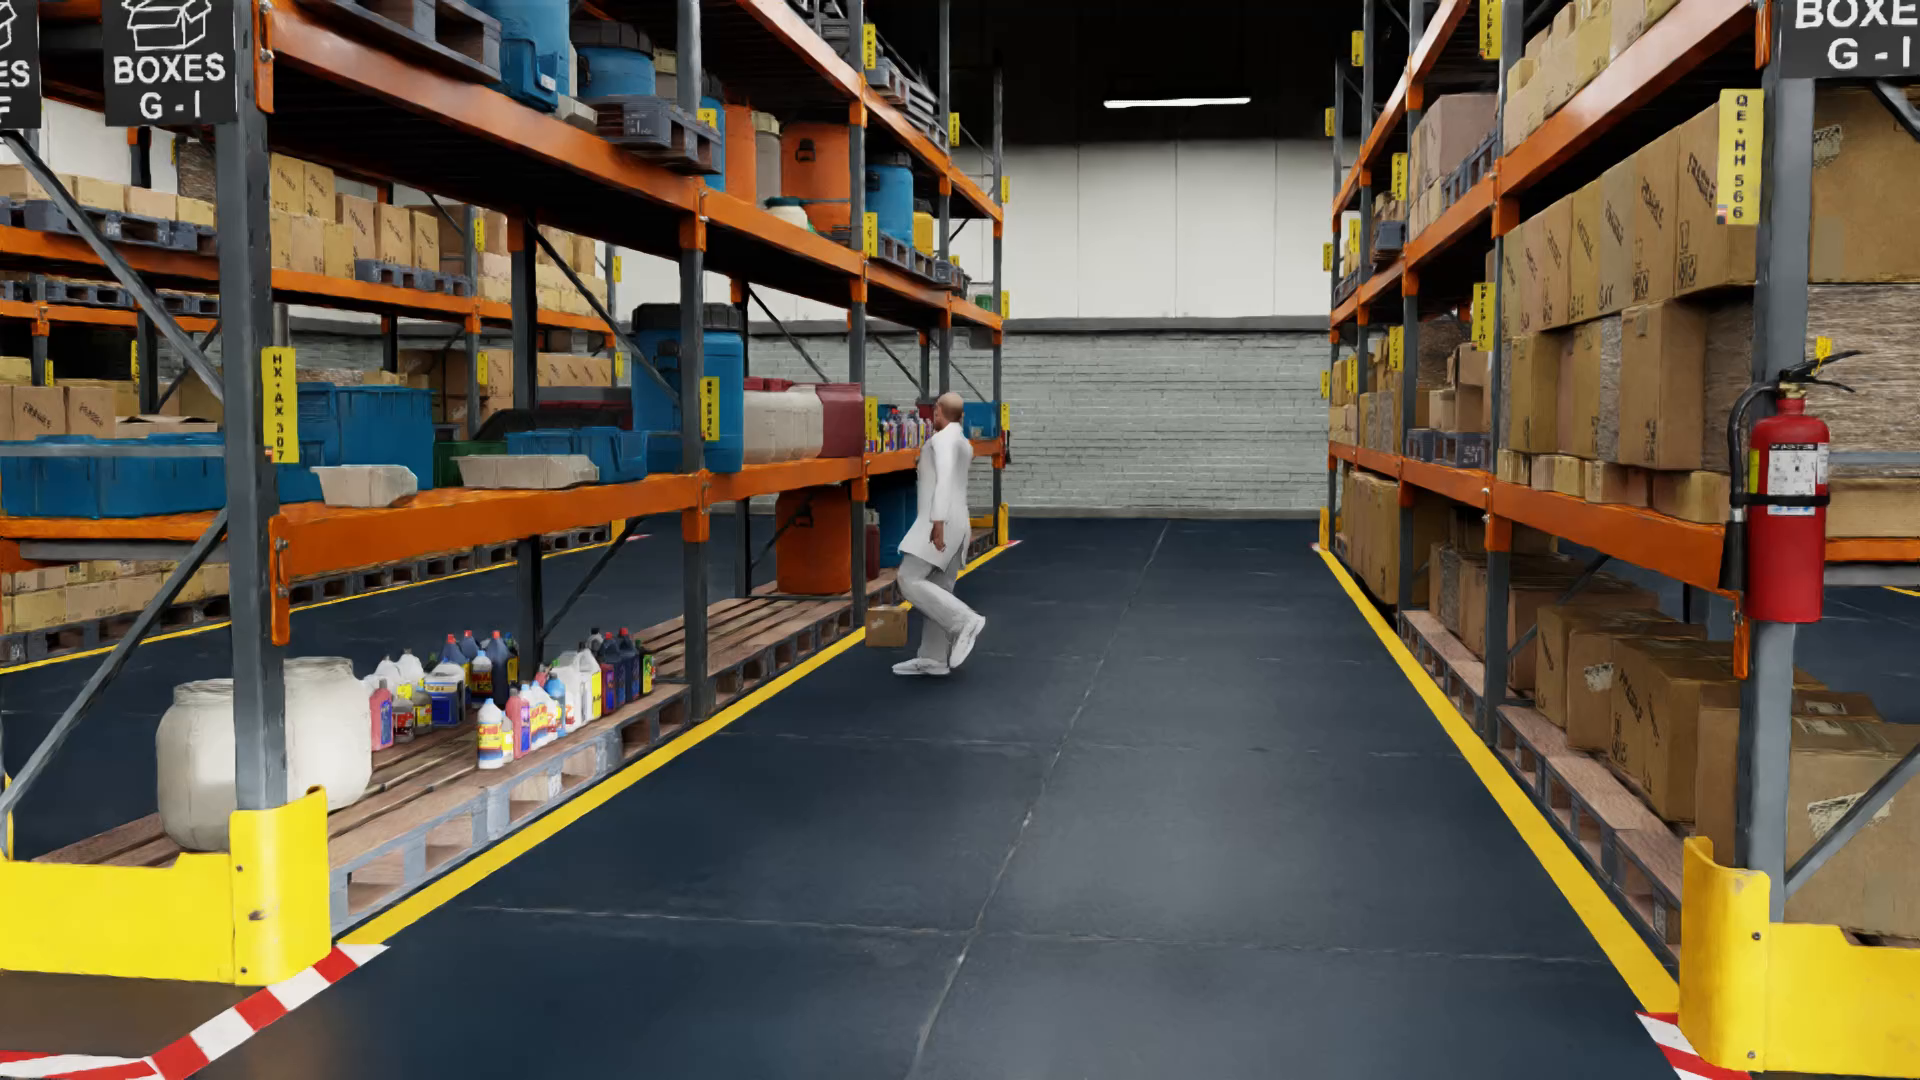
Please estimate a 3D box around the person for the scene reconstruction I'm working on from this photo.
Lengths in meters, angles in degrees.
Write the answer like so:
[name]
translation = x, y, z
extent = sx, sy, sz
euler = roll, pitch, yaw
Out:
[person]
translation = -0.090, -0.047, 10.300
extent = 0.607, 1.742, 0.740
euler = 1, 4, 14
